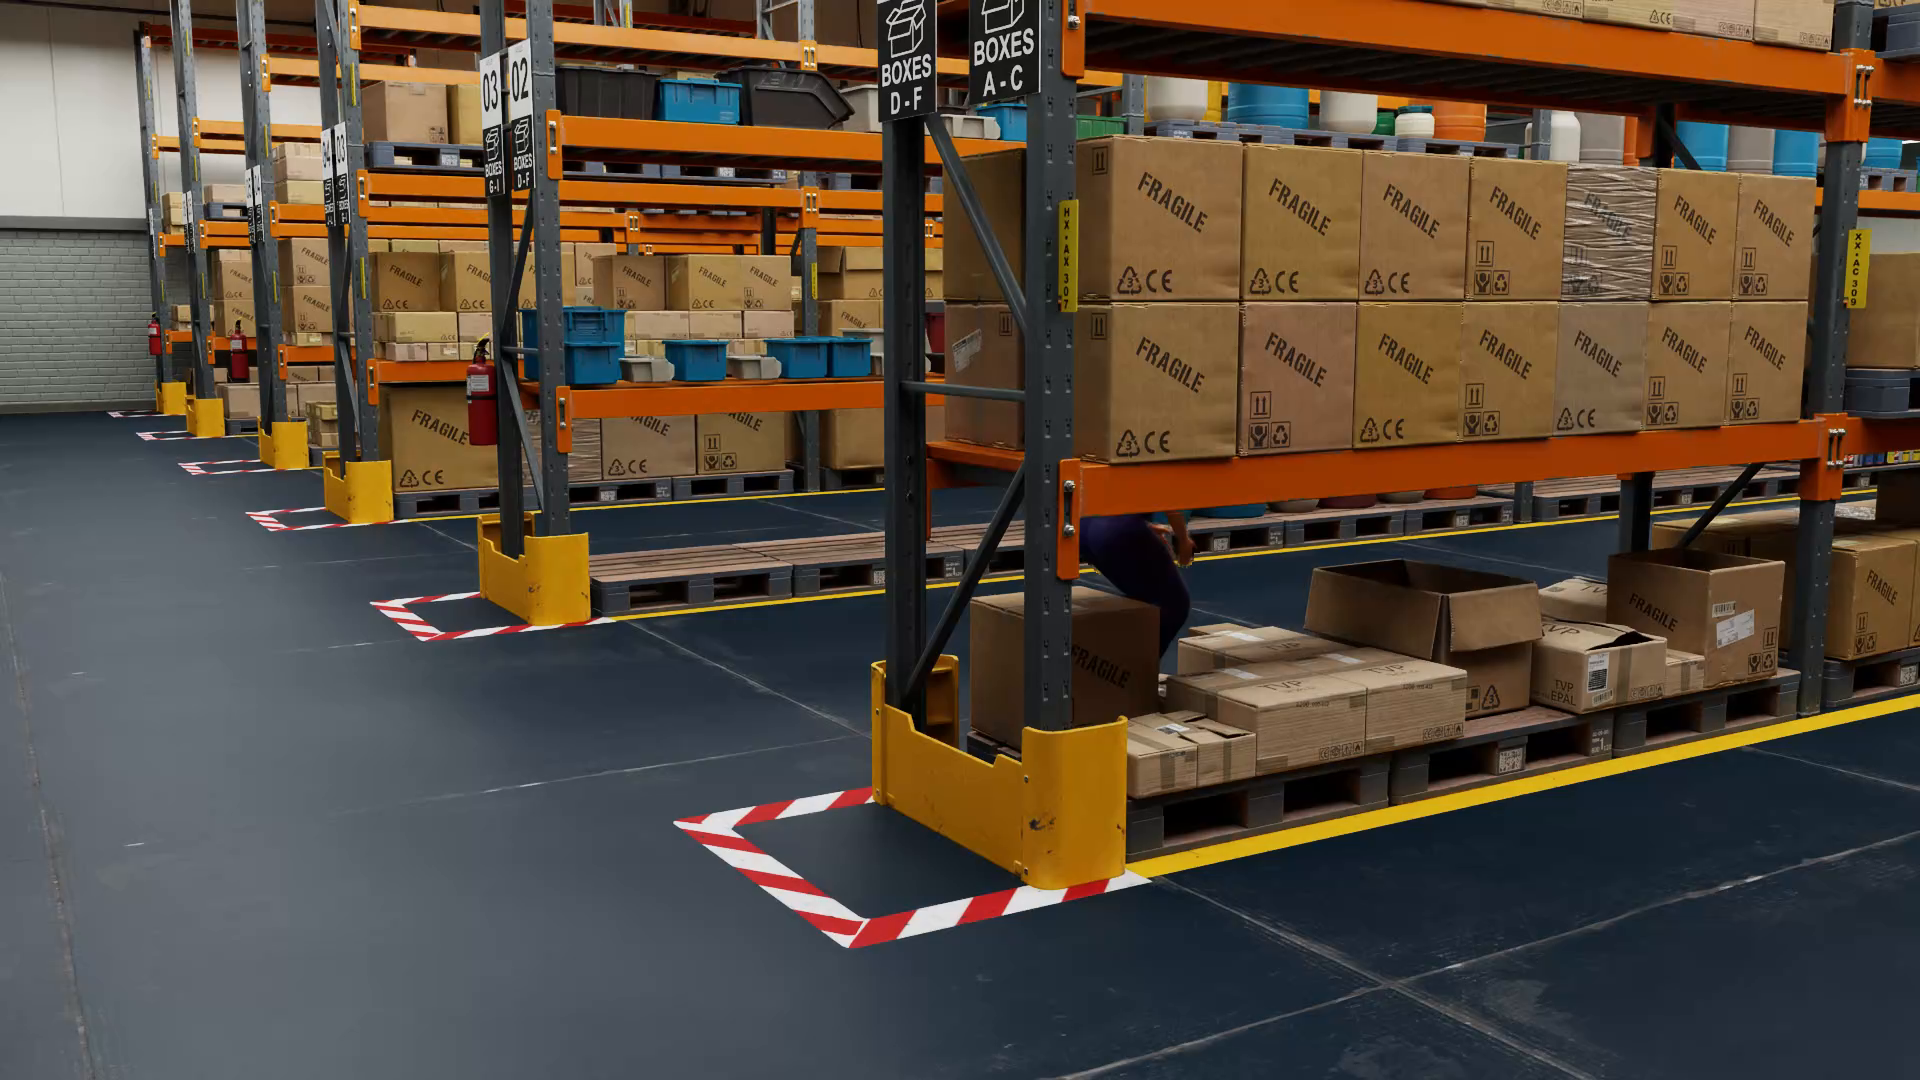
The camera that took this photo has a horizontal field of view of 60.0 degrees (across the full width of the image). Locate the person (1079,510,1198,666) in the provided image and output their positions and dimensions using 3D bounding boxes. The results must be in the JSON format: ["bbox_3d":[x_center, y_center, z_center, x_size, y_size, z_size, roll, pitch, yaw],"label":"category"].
[{"bbox_3d":[0.818,-0.020,7.729,0.573,1.457,0.528,-3,9,-18],"label":"person"}]
